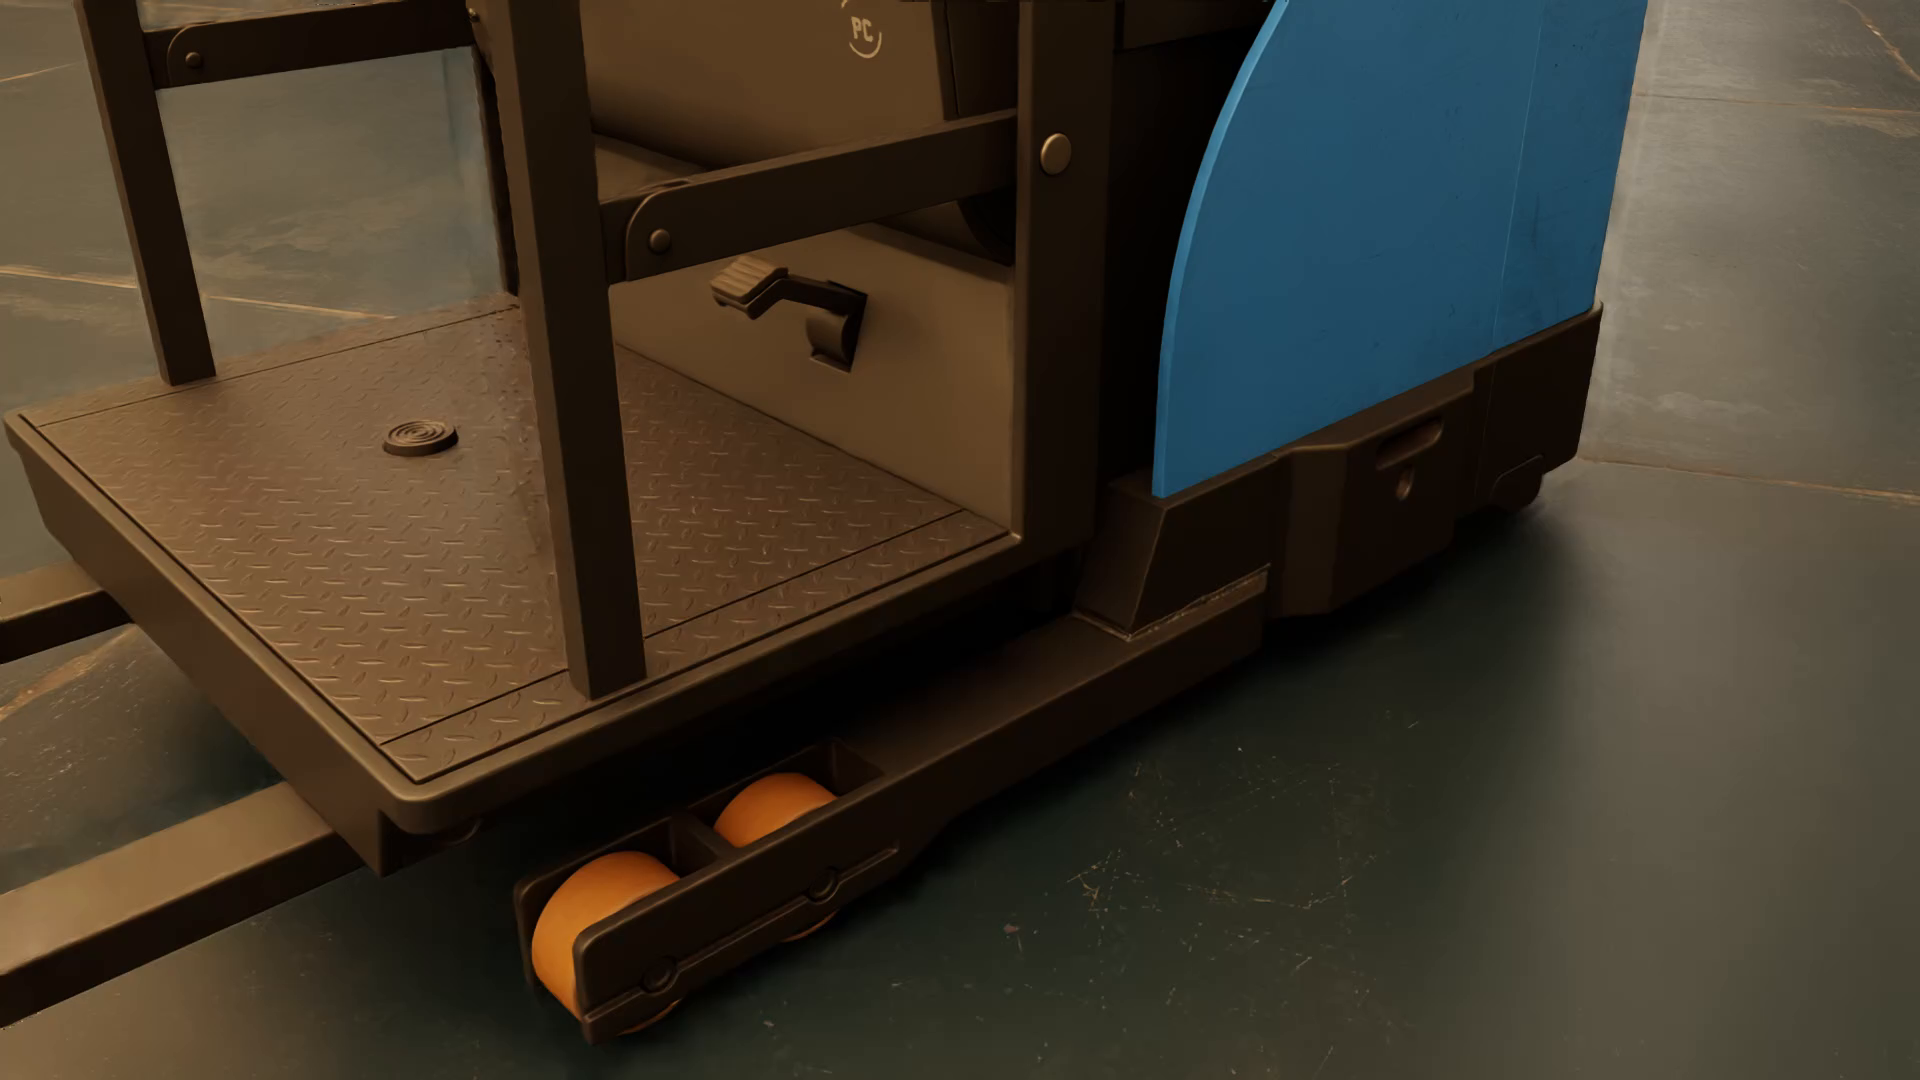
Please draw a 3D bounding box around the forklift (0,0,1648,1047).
[{"bbox_3d":[-0.449,-1.106,1.442,3.031,2.935,1.130,-23,35,-37],"label":"forklift"}]
